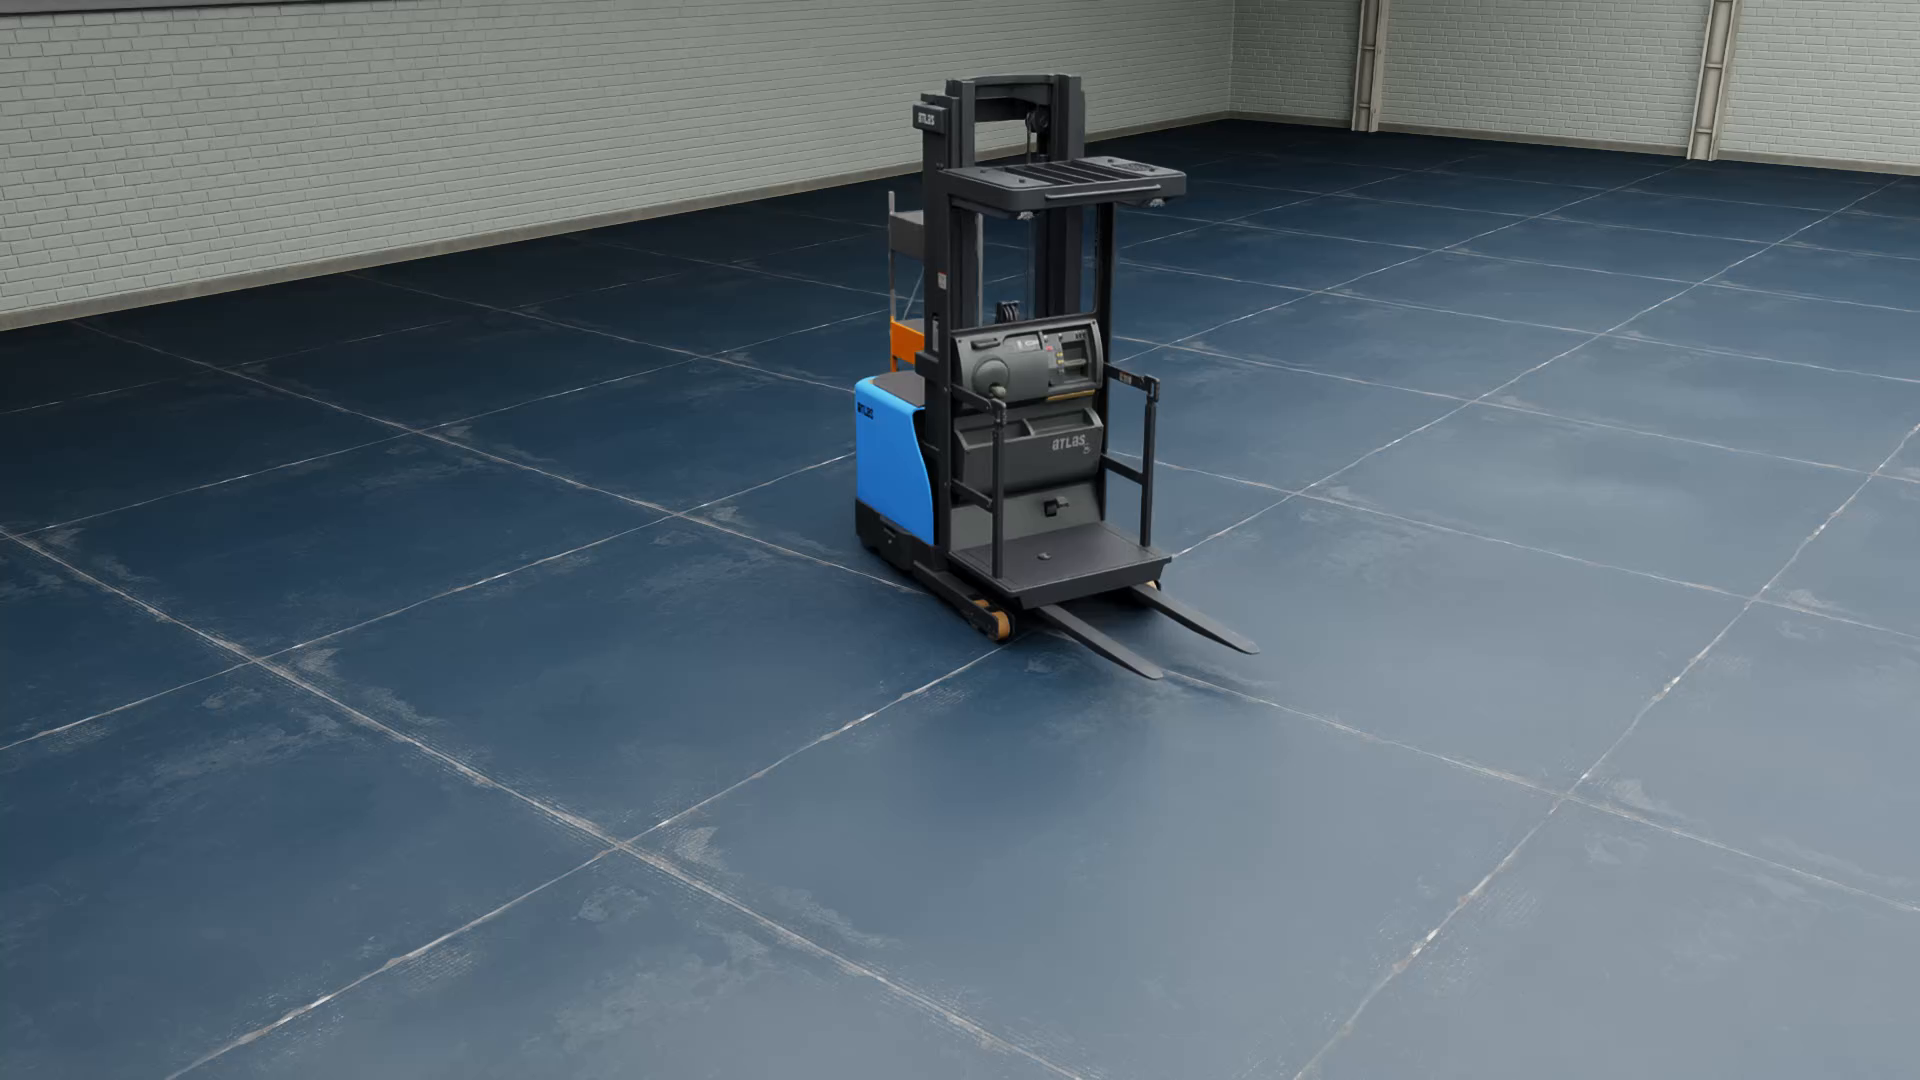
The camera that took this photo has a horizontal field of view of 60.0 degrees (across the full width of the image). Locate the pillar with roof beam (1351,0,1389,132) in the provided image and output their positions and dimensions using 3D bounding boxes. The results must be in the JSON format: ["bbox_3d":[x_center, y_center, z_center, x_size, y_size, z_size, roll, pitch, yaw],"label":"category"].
[{"bbox_3d":[4.761,-10.606,26.040,0.400,9.000,9.100,16,26,36],"label":"pillar with roof beam"}]

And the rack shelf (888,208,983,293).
[{"bbox_3d":[-0.159,-1.840,10.626,0.431,0.518,0.480,-11,23,-28],"label":"rack shelf"}]

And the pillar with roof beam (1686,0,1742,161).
[{"bbox_3d":[9.410,-9.267,22.490,0.400,9.000,9.100,16,26,36],"label":"pillar with roof beam"}]

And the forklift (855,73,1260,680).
[{"bbox_3d":[0.502,-0.997,9.158,1.130,2.935,3.031,-11,23,-28],"label":"forklift"}]

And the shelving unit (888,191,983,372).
[{"bbox_3d":[-0.159,-1.198,10.868,0.431,2.100,0.503,-11,23,-28],"label":"shelving unit"}]

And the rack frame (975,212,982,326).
[{"bbox_3d":[-0.039,-1.123,10.670,0.400,2.100,0.015,-11,23,-28],"label":"rack frame"}]

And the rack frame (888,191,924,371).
[{"bbox_3d":[-0.280,-1.273,11.067,0.400,2.100,0.015,-11,23,-28],"label":"rack frame"}]

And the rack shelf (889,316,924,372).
[{"bbox_3d":[-0.159,-1.185,10.873,0.431,0.518,0.480,-11,23,-28],"label":"rack shelf"}]
